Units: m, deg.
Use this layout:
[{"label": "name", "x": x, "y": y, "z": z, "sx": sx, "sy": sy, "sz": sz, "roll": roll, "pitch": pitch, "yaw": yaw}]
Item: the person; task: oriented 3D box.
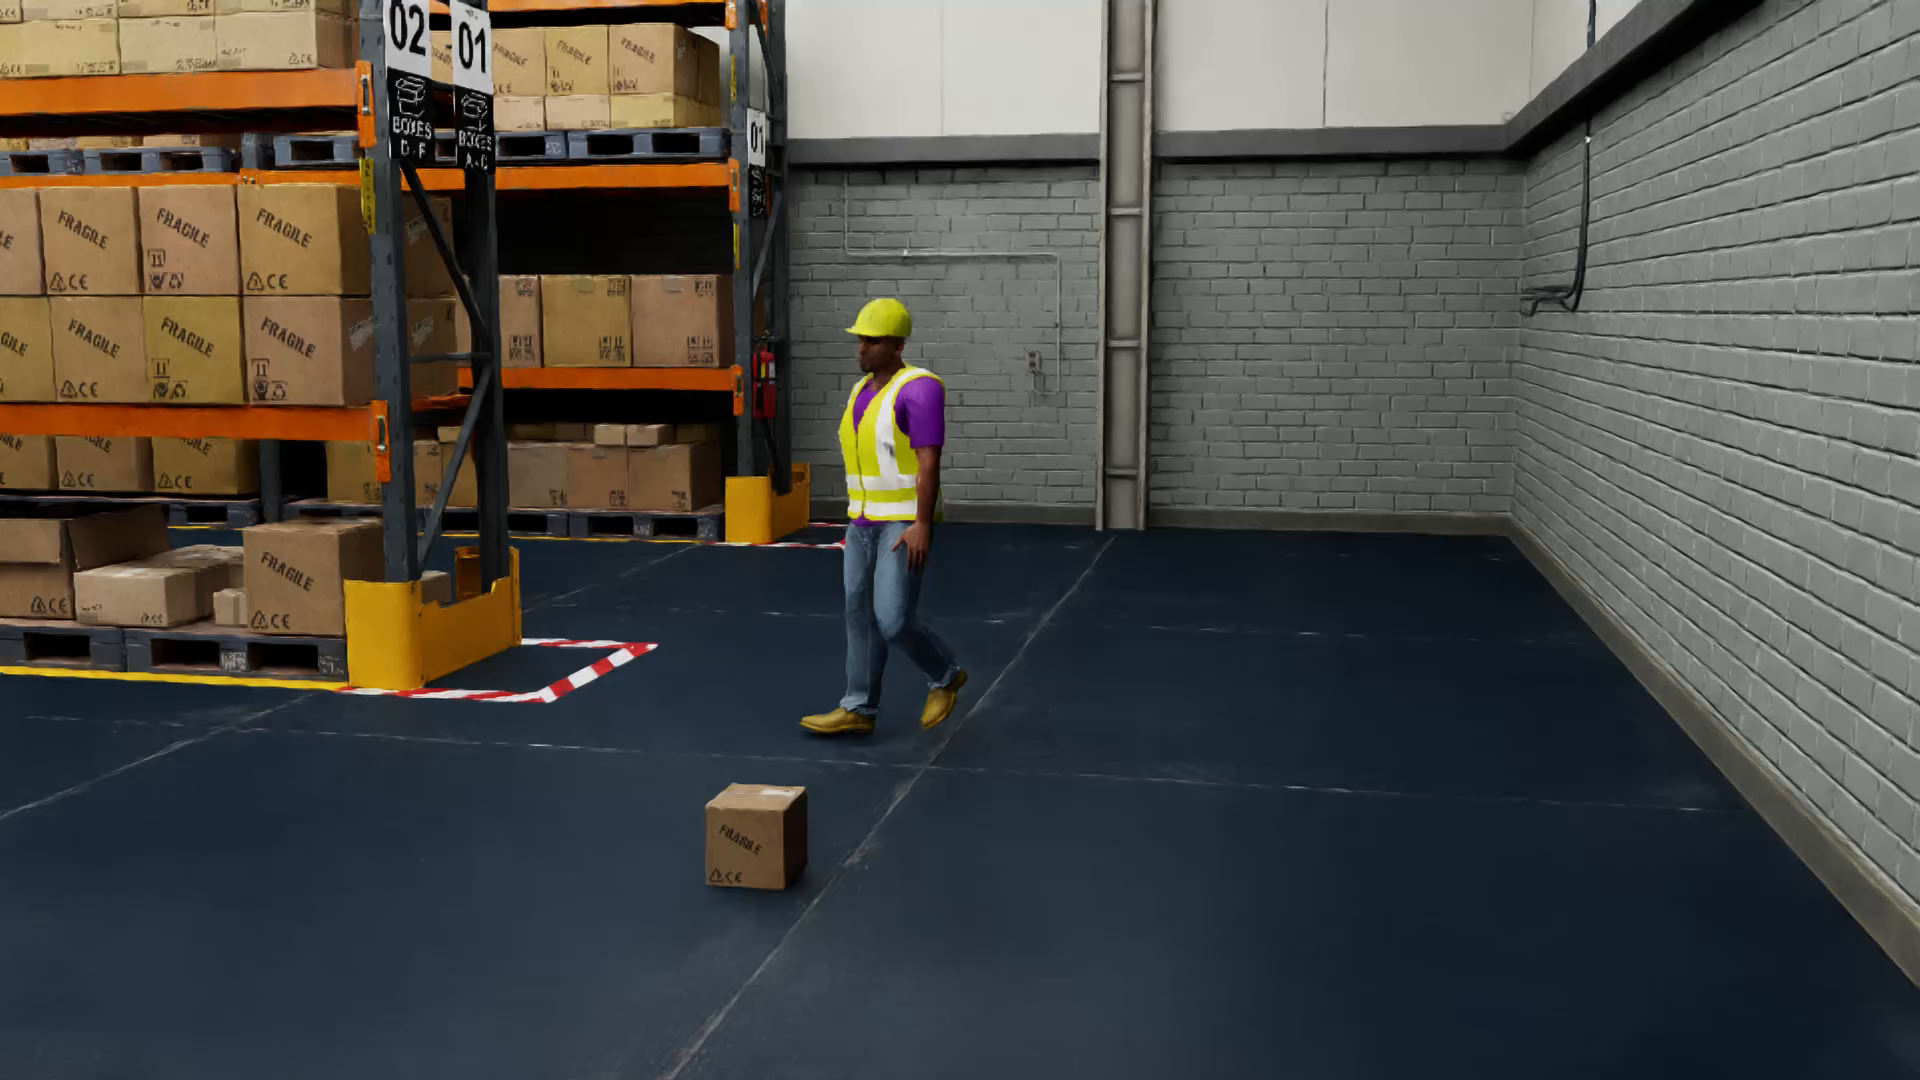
[{"label": "person", "x": -0.261, "y": -0.075, "z": 6.633, "sx": 0.548, "sy": 1.764, "sz": 0.644, "roll": -6, "pitch": 10, "yaw": -38}]
